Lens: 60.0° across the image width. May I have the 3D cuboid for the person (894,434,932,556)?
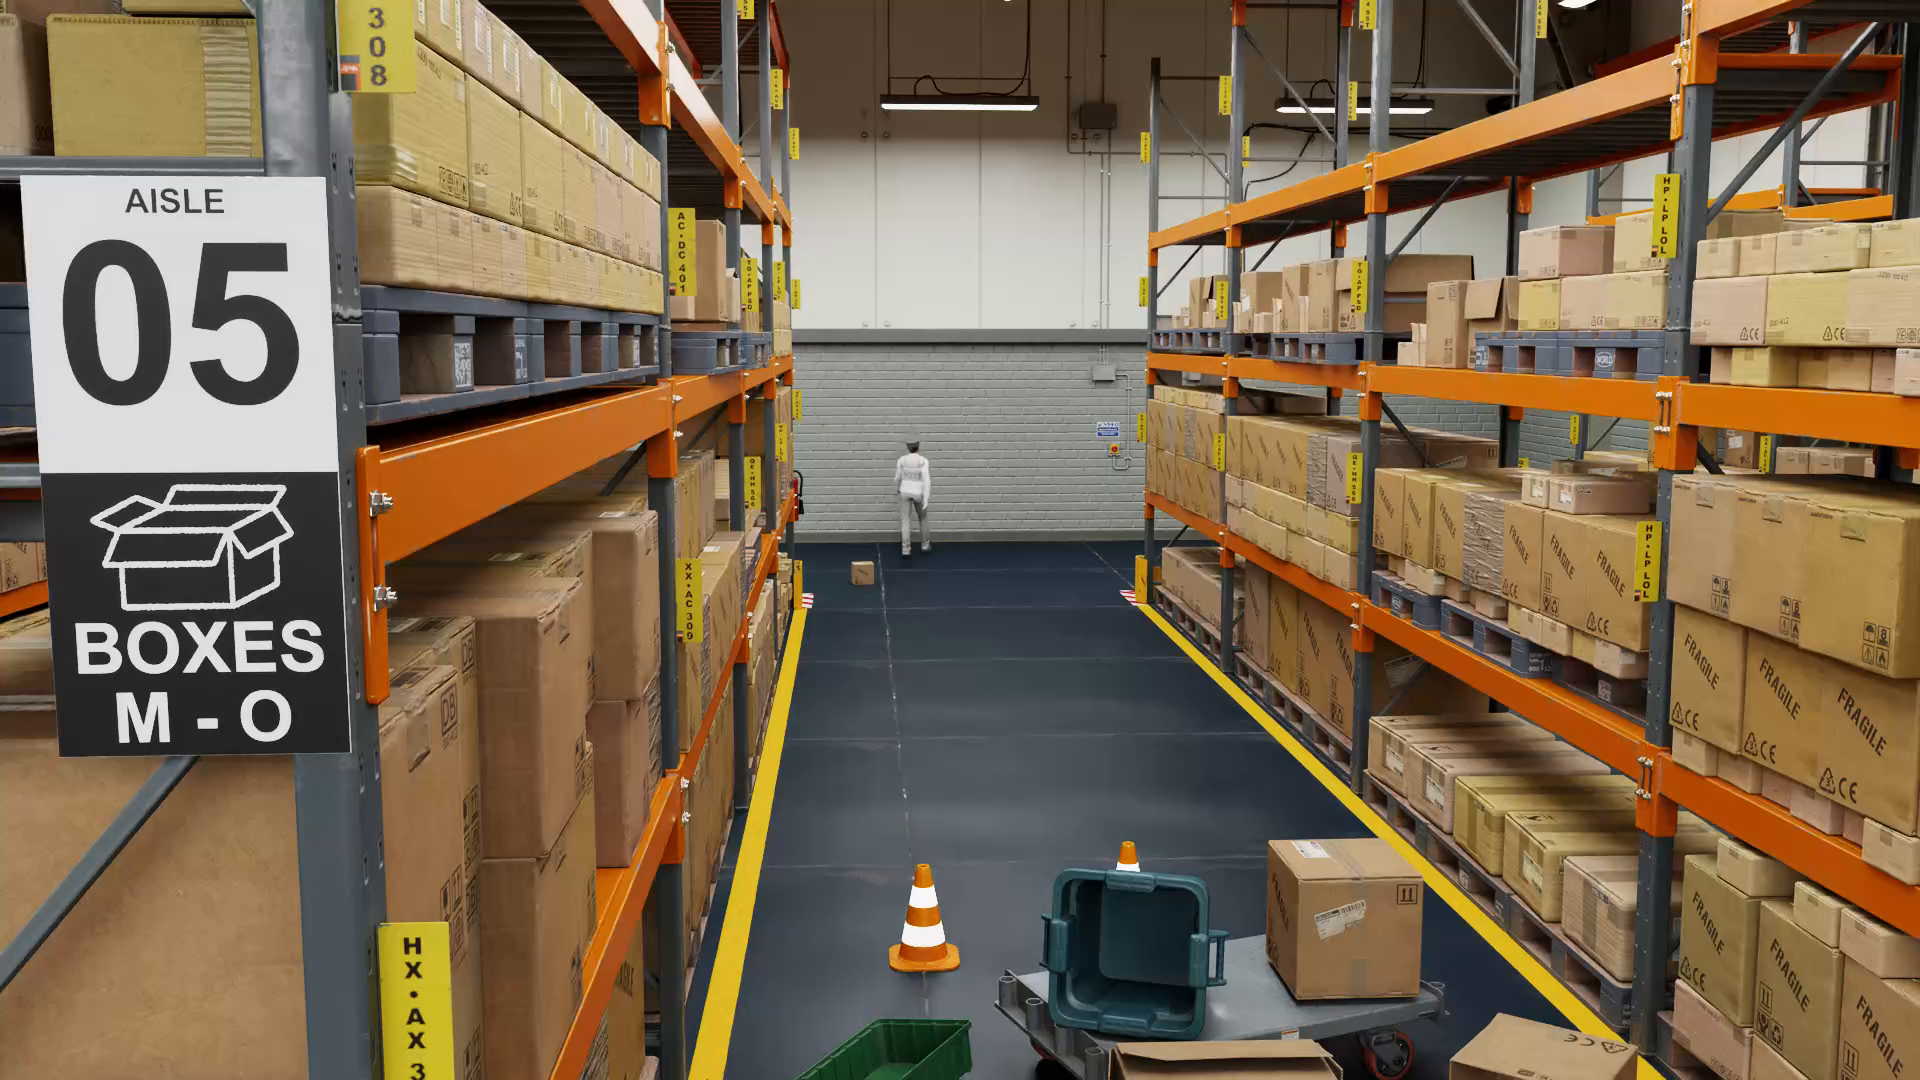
[{"bbox_3d":[-0.643,-0.635,22.759,0.503,1.633,0.949,0,7,-1],"label":"person"}]
